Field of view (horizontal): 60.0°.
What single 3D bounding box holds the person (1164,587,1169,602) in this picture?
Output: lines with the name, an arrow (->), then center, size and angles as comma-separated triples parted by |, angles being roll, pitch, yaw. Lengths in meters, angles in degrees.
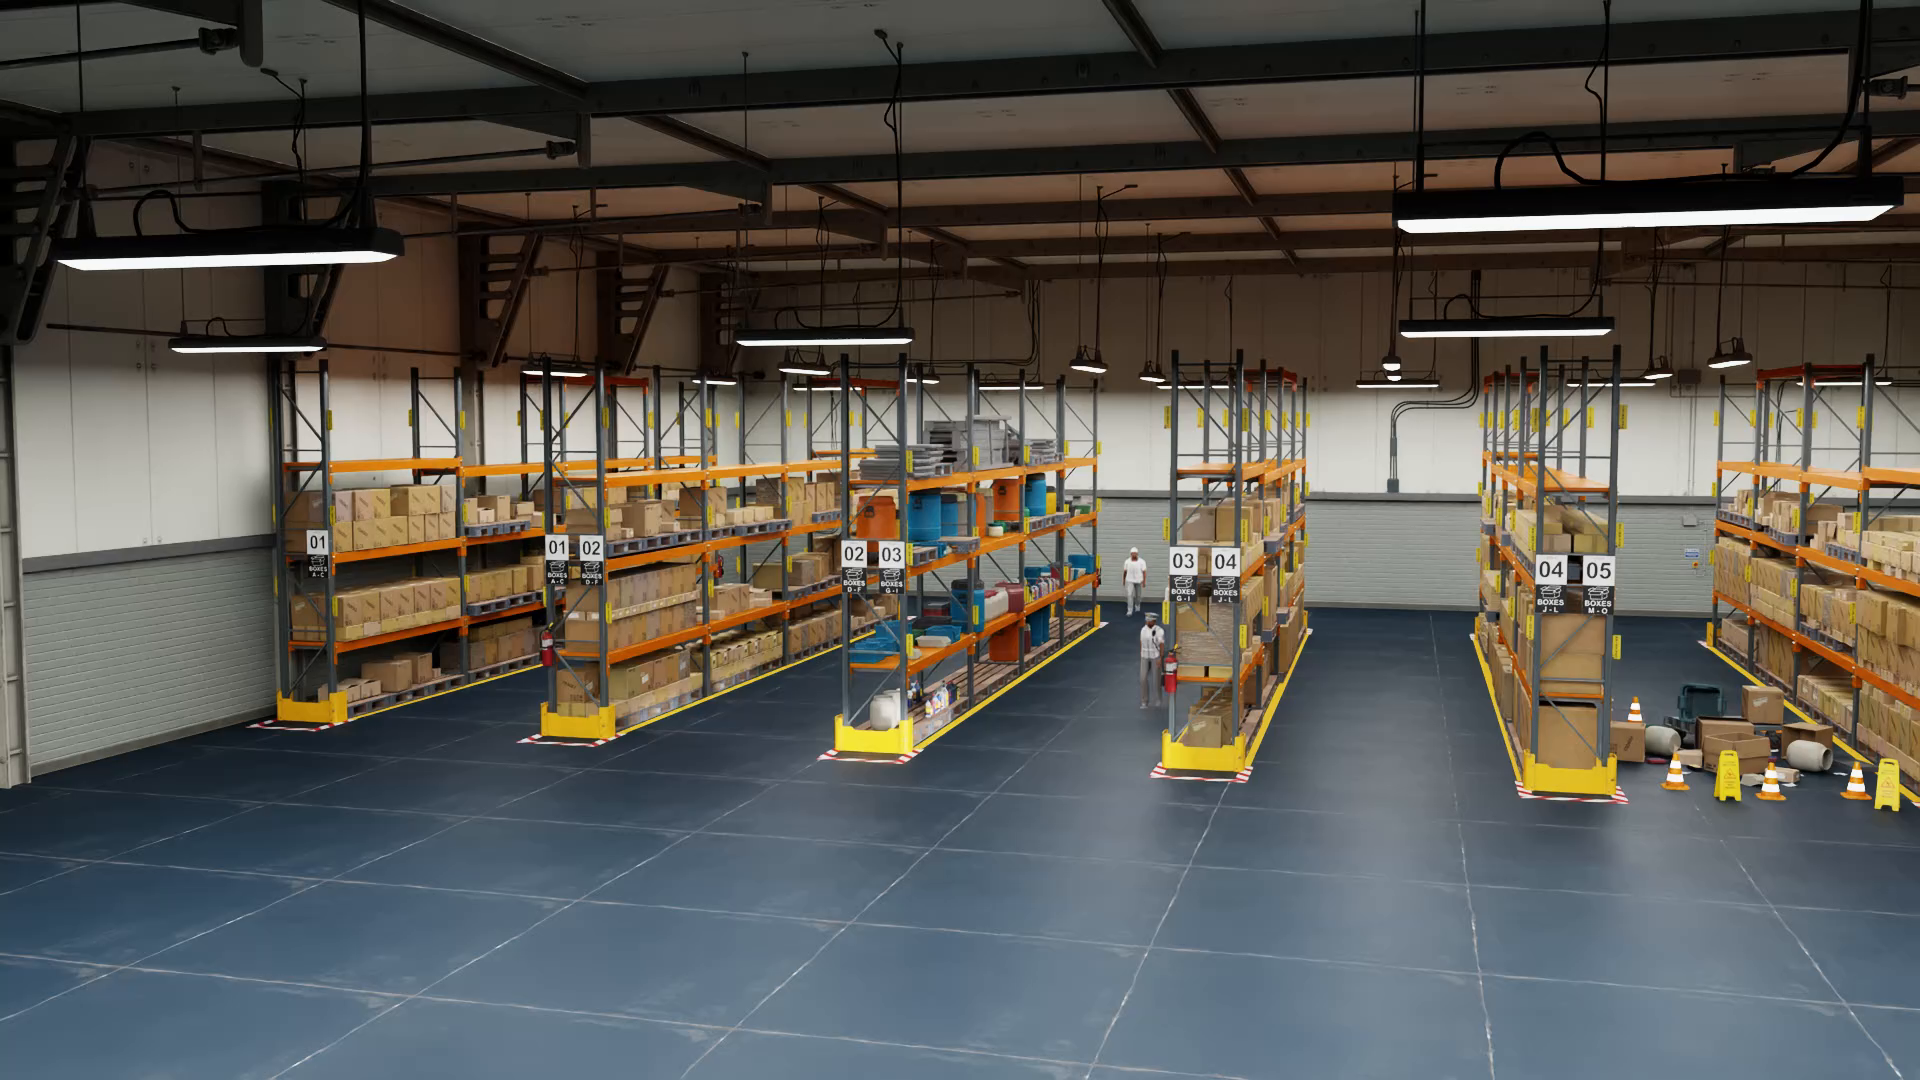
person -> 4.693, 1.564, 36.242 | 0.498, 1.682, 0.487 | 2, 5, 25

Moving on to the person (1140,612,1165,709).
person -> 3.360, 2.108, 29.000 | 0.493, 1.707, 0.535 | 3, 5, 32

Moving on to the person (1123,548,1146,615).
person -> 4.491, 1.052, 42.751 | 0.599, 1.705, 1.079 | 0, 4, 6
